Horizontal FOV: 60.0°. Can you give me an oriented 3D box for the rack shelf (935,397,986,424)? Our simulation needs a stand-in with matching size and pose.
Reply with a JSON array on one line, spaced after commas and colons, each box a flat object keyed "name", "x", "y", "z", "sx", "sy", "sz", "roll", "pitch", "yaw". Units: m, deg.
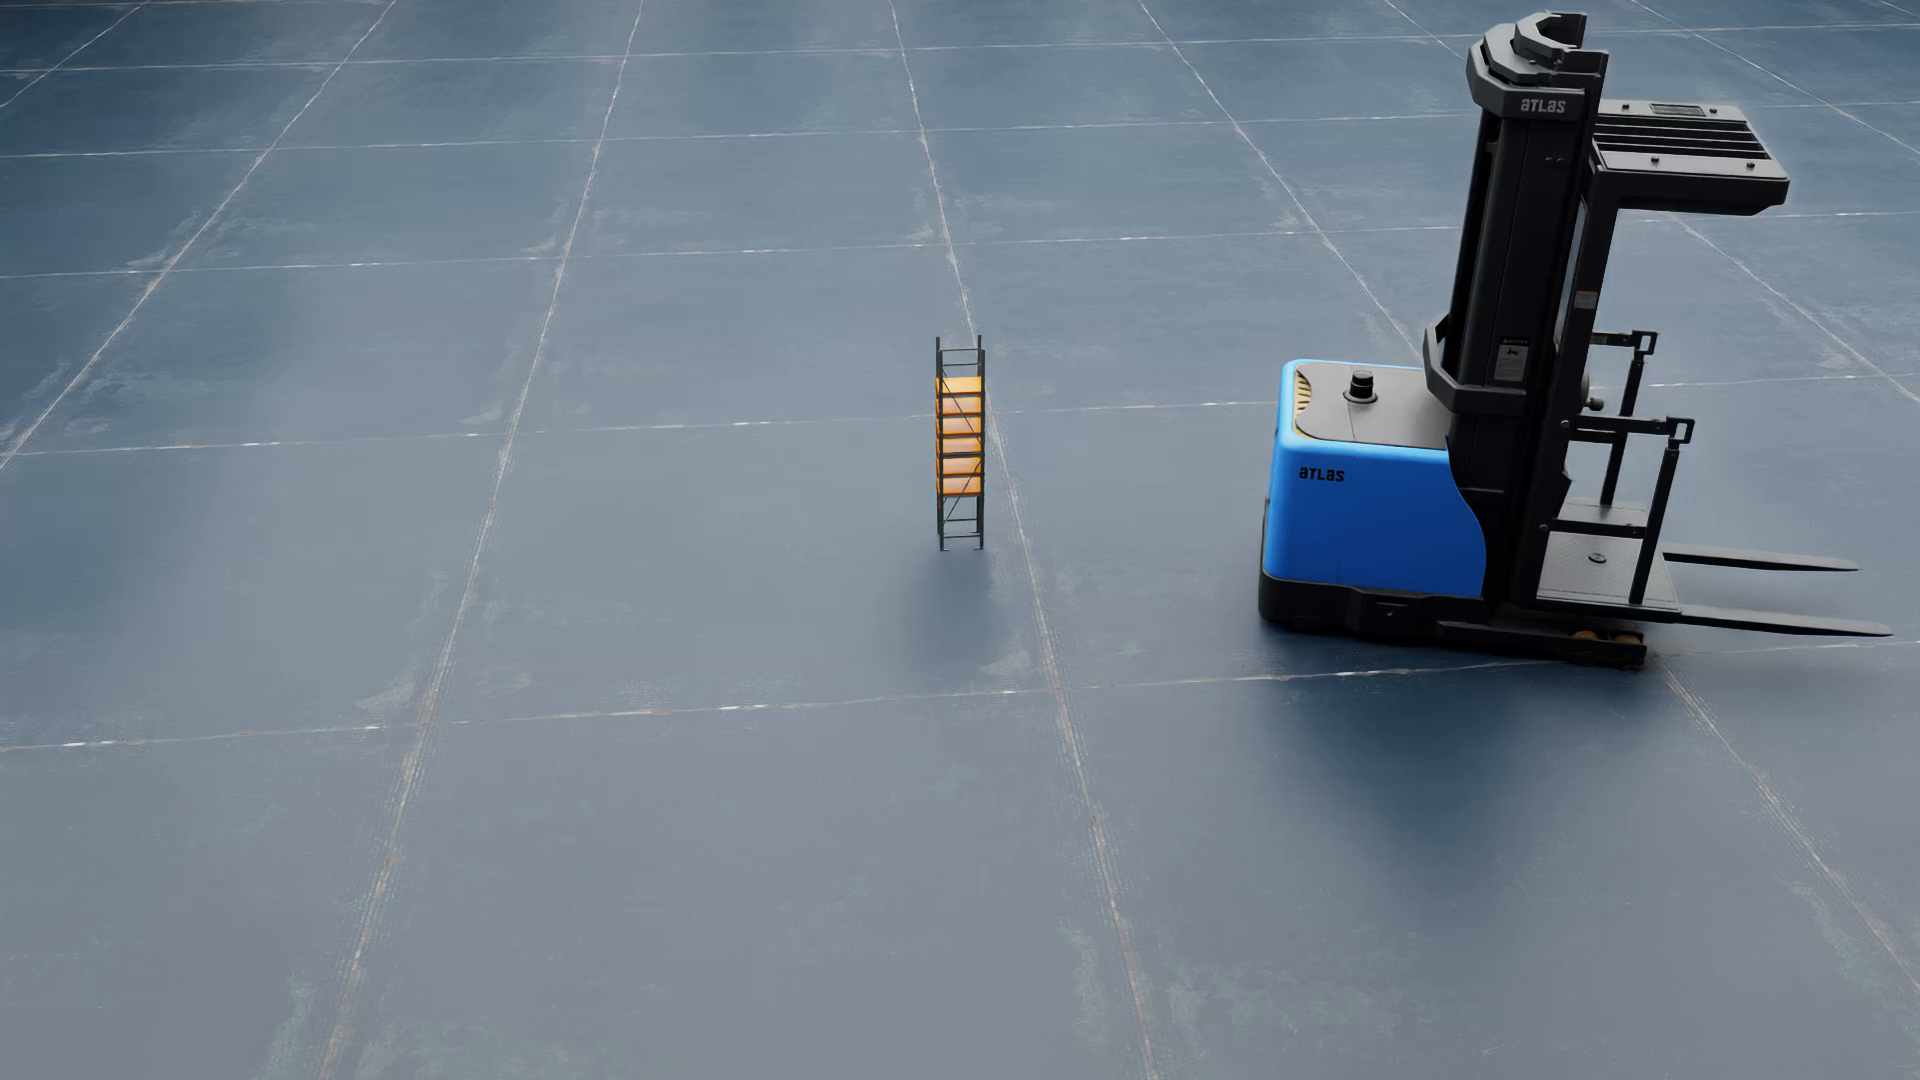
[{"name": "rack shelf", "x": 0.001, "y": -0.676, "z": 8.830, "sx": 0.258, "sy": 0.103, "sz": 0.180, "roll": -3, "pitch": 31, "yaw": -5}]

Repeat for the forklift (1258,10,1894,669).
[{"name": "forklift", "x": 3.095, "y": -0.921, "z": 7.933, "sx": 3.031, "sy": 2.935, "sz": 1.130, "roll": 5, "pitch": 31, "yaw": 9}]

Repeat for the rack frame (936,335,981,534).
[{"name": "rack frame", "x": -0.007, "y": -0.554, "z": 9.008, "sx": 0.240, "sy": 1.200, "sz": 0.006, "roll": -3, "pitch": 31, "yaw": -5}]

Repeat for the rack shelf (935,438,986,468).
[{"name": "rack shelf", "x": 0.001, "y": -0.470, "z": 8.953, "sx": 0.258, "sy": 0.103, "sz": 0.180, "roll": -3, "pitch": 31, "yaw": -5}]

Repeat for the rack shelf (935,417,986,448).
[{"name": "rack shelf", "x": 0.001, "y": -0.573, "z": 8.891, "sx": 0.258, "sy": 0.103, "sz": 0.180, "roll": -3, "pitch": 31, "yaw": -5}]

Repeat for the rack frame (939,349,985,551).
[{"name": "rack frame", "x": 0.010, "y": -0.461, "z": 8.852, "sx": 0.240, "sy": 1.200, "sz": 0.006, "roll": -3, "pitch": 31, "yaw": -5}]

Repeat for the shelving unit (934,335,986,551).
[{"name": "shelving unit", "x": 0.001, "y": -0.508, "z": 8.930, "sx": 0.258, "sy": 1.200, "sz": 0.189, "roll": -3, "pitch": 31, "yaw": -5}]

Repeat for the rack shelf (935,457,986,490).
[{"name": "rack shelf", "x": 0.001, "y": -0.367, "z": 9.014, "sx": 0.258, "sy": 0.103, "sz": 0.180, "roll": -3, "pitch": 31, "yaw": -5}]

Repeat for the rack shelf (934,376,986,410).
[{"name": "rack shelf", "x": 0.001, "y": -0.779, "z": 8.768, "sx": 0.258, "sy": 0.103, "sz": 0.180, "roll": -3, "pitch": 31, "yaw": -5}]

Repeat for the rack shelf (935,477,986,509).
[{"name": "rack shelf", "x": 0.001, "y": -0.264, "z": 9.076, "sx": 0.258, "sy": 0.103, "sz": 0.180, "roll": -3, "pitch": 31, "yaw": -5}]
